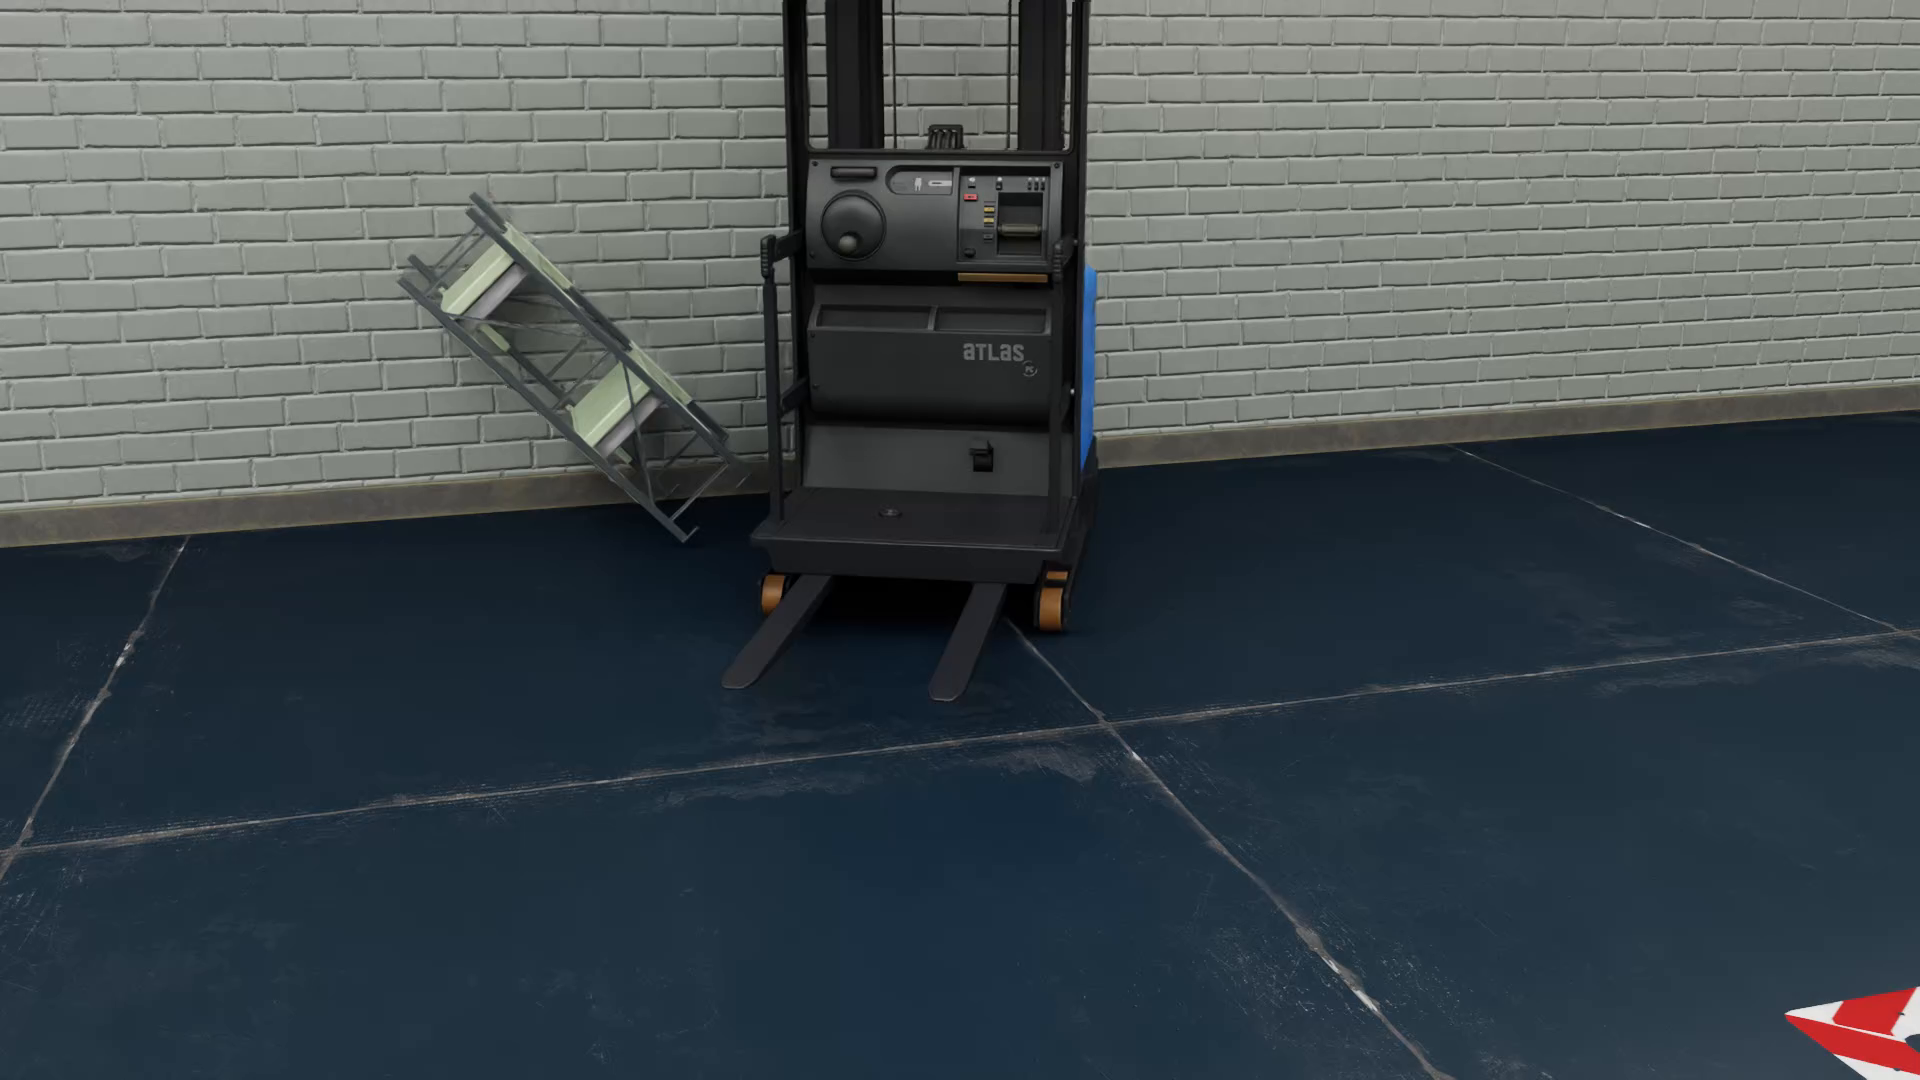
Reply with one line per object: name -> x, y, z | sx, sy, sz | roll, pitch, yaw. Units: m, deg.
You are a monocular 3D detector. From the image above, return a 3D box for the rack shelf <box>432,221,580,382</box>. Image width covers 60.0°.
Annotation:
rack shelf -> -1.834, -0.976, 6.725 | 0.431, 0.370, 0.720 | -45, 22, 1

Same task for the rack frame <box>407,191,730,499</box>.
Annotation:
rack frame -> -1.671, -0.820, 7.210 | 0.400, 1.500, 0.023 | -45, 22, 1

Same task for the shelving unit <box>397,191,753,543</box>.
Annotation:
shelving unit -> -1.578, -0.721, 6.871 | 0.431, 1.500, 0.755 | -45, 22, 1

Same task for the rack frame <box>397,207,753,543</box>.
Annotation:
rack frame -> -1.484, -0.621, 6.531 | 0.400, 1.500, 0.023 | -45, 22, 1

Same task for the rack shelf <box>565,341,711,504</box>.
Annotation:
rack shelf -> -1.364, -0.507, 6.992 | 0.431, 0.370, 0.720 | -45, 22, 1

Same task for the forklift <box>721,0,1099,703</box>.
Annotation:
forklift -> -0.124, -1.183, 5.797 | 1.130, 2.935, 3.031 | 2, 17, 8
